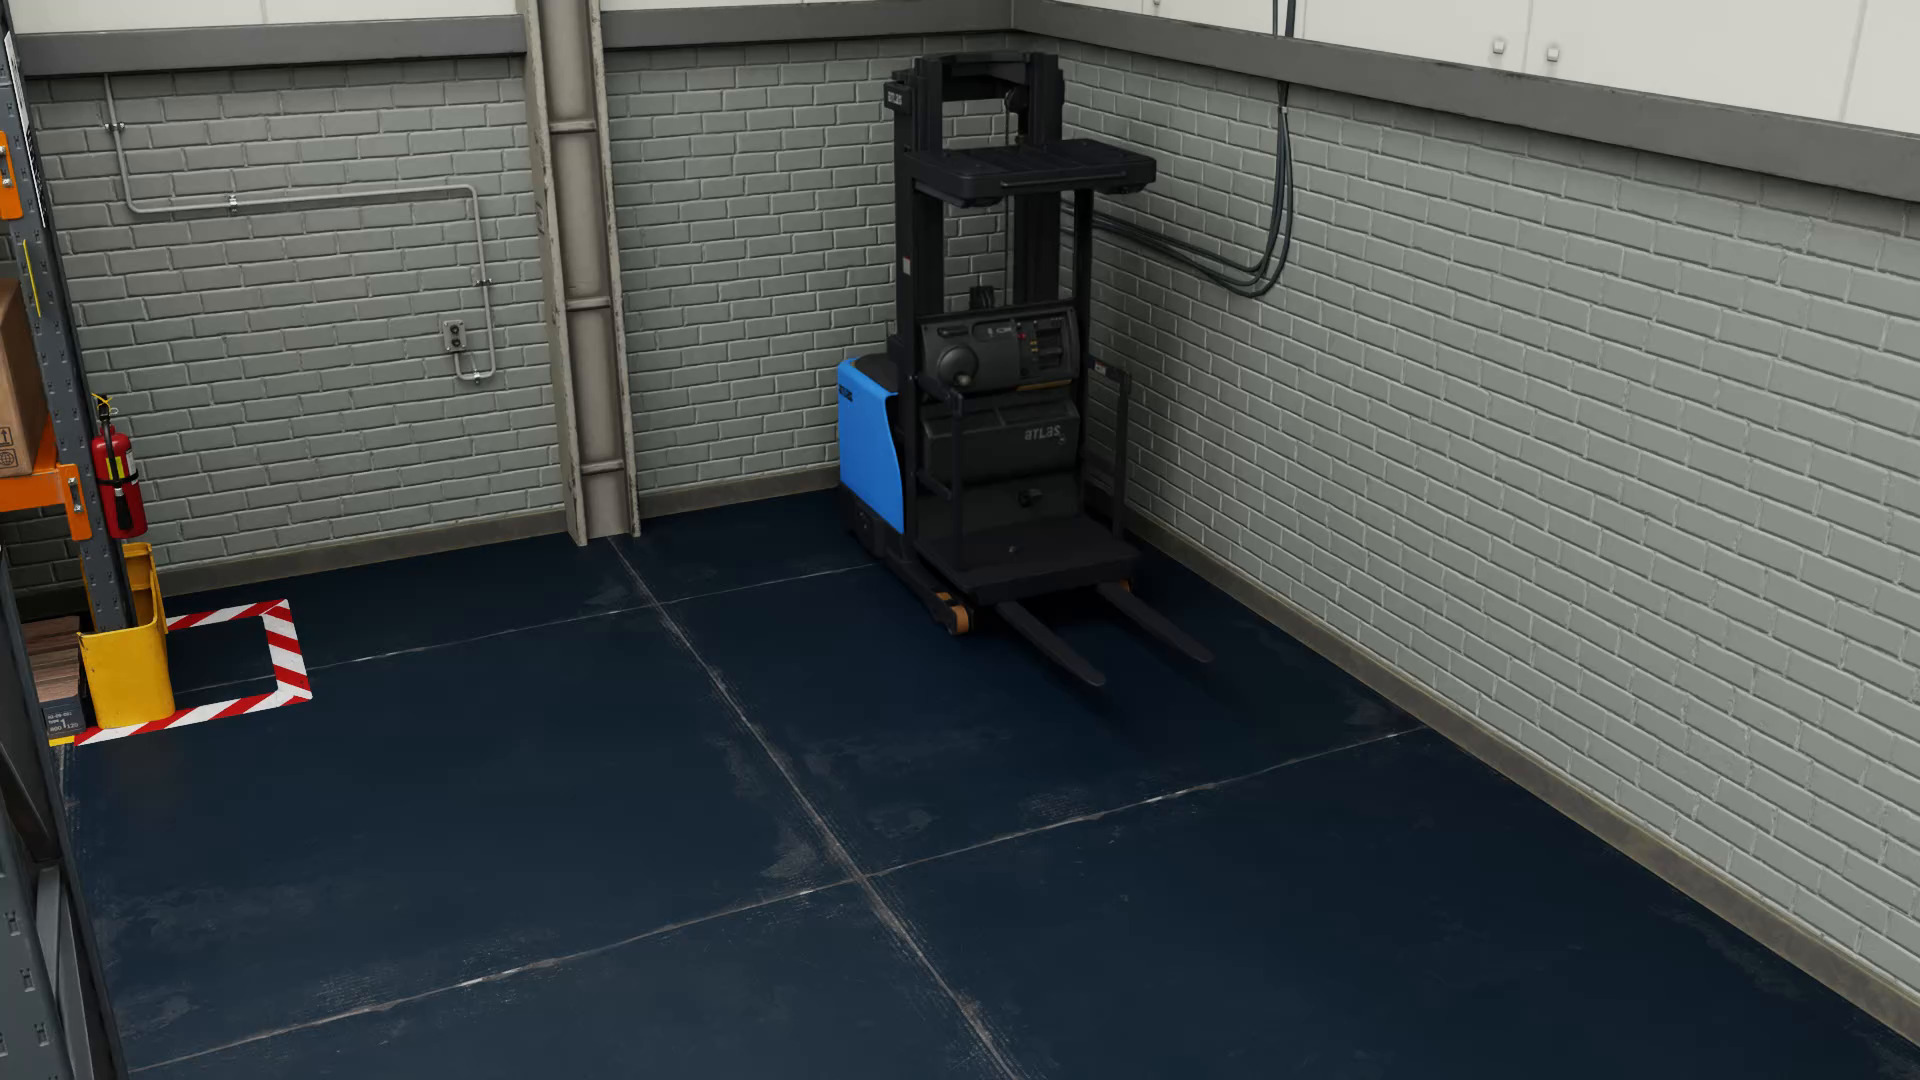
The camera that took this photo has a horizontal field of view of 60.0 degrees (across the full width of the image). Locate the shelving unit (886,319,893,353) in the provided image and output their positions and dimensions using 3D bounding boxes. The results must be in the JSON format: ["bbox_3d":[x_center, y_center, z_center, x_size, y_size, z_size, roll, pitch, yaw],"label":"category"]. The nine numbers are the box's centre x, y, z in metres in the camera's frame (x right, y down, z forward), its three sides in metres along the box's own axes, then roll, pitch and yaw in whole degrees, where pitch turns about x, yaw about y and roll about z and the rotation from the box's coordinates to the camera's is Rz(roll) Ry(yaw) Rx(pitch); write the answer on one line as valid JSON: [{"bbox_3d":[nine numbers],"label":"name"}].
[{"bbox_3d":[-0.331,-0.814,10.644,0.189,1.200,0.258,-10,24,-23],"label":"shelving unit"}]

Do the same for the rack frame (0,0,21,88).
[{"bbox_3d":[-4.275,-3.459,6.841,0.127,3.000,1.000,-10,25,-24],"label":"rack frame"}]

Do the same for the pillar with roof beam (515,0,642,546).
[{"bbox_3d":[-0.351,-2.722,5.059,0.400,9.000,9.100,-10,25,-24],"label":"pillar with roof beam"}]

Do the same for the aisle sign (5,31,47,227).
[{"bbox_3d":[-4.080,-1.797,7.270,0.004,0.787,0.394,-10,25,-24],"label":"aisle sign"}]

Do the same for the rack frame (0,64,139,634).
[{"bbox_3d":[-4.275,-0.687,7.989,0.127,3.000,1.000,-10,25,-24],"label":"rack frame"}]

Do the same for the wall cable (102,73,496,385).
[{"bbox_3d":[-3.532,-1.695,9.095,1.851,1.984,0.084,-10,25,-24],"label":"wall cable"}]

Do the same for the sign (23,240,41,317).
[{"bbox_3d":[-4.053,-1.142,7.264,0.005,0.325,0.100,-10,25,-24],"label":"sign"}]

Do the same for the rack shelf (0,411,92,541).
[{"bbox_3d":[-6.078,-0.023,7.325,4.000,0.370,1.077,-10,25,-24],"label":"rack shelf"}]

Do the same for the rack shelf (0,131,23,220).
[{"bbox_3d":[-6.078,-1.409,6.751,4.000,0.370,1.077,-10,25,-24],"label":"rack shelf"}]

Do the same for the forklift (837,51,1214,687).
[{"bbox_3d":[0.319,-1.026,8.896,1.130,2.935,3.031,-10,25,-23],"label":"forklift"}]

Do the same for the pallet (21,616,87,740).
[{"bbox_3d":[-4.962,0.761,8.136,1.213,0.211,1.003,-10,25,-24],"label":"pallet"}]

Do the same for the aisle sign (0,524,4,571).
[{"bbox_3d":[-2.190,-0.294,3.640,0.004,0.787,0.394,-10,25,-24],"label":"aisle sign"}]

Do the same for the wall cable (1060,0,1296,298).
[{"bbox_3d":[0.976,-2.840,9.404,0.112,2.526,3.097,-10,25,-24],"label":"wall cable"}]

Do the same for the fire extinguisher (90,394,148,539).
[{"bbox_3d":[-3.939,-0.345,7.751,0.183,0.674,0.296,-10,25,-24],"label":"fire extinguisher"}]

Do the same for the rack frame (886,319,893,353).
[{"bbox_3d":[-0.414,-0.799,10.609,0.006,1.200,0.240,-10,24,-23],"label":"rack frame"}]

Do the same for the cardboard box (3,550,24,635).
[{"bbox_3d":[-4.863,0.424,8.023,0.500,0.500,0.700,-10,25,-24],"label":"cardboard box"}]

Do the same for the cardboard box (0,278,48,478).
[{"bbox_3d":[-4.731,-0.738,7.718,0.700,0.700,0.980,-9,24,-21],"label":"cardboard box"}]

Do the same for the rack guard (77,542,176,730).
[{"bbox_3d":[-4.254,0.464,8.476,0.348,0.500,1.175,-10,25,-24],"label":"rack guard"}]
